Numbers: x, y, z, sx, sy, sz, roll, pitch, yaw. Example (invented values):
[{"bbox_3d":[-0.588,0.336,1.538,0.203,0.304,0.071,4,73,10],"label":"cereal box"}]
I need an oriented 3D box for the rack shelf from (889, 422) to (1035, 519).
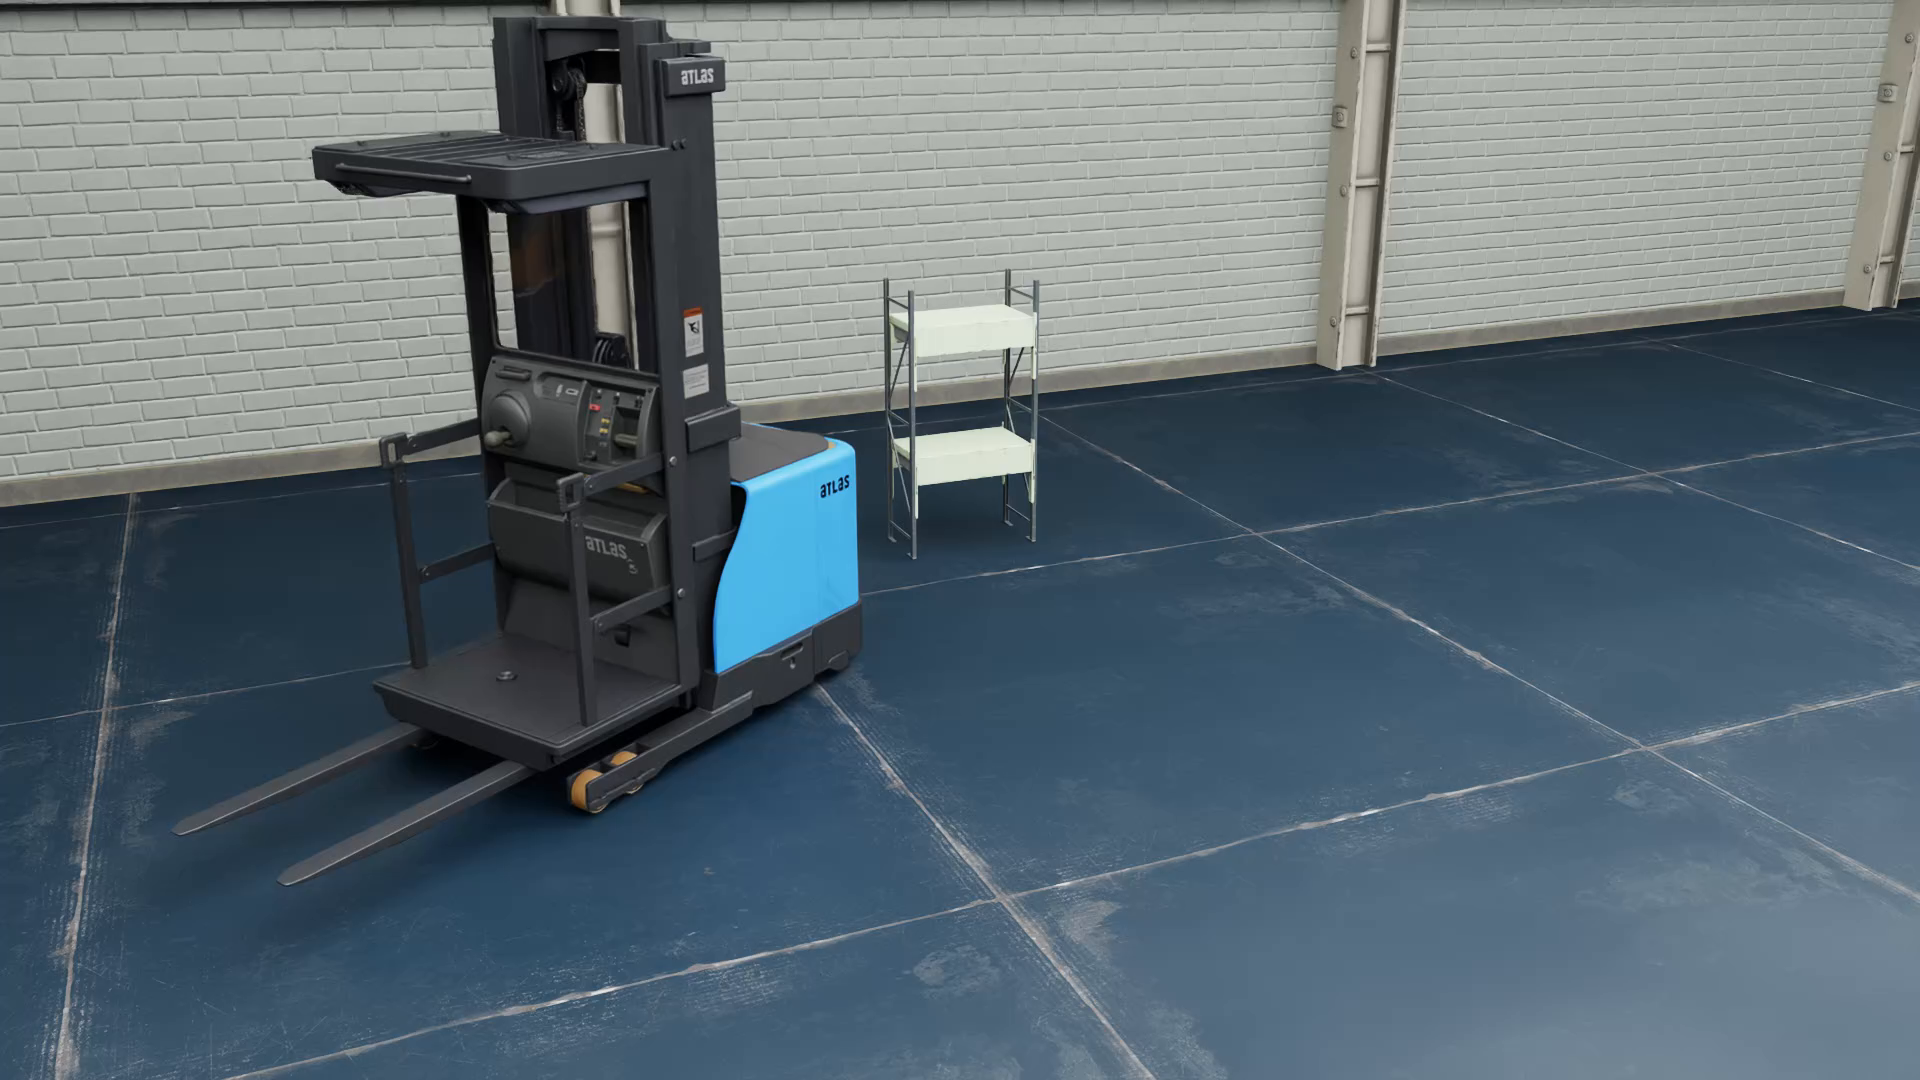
[{"bbox_3d":[0.006,-0.401,9.384,0.720,0.370,0.431,-8,21,-22],"label":"rack shelf"}]

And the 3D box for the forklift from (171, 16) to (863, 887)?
[{"bbox_3d":[-1.694,-0.495,6.515,1.130,2.935,3.031,12,23,32],"label":"forklift"}]

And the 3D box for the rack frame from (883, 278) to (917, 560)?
[{"bbox_3d":[-0.330,-0.660,9.139,0.023,1.500,0.400,-8,21,-22],"label":"rack frame"}]

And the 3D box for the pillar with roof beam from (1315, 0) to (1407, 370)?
[{"bbox_3d":[4.856,-4.372,8.390,0.400,9.000,9.100,-8,21,-22],"label":"pillar with roof beam"}]

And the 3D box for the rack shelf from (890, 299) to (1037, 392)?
[{"bbox_3d":[0.006,-1.076,9.146,0.720,0.370,0.431,-8,21,-22],"label":"rack shelf"}]

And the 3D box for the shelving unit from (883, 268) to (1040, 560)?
[{"bbox_3d":[0.006,-0.708,9.275,0.755,1.500,0.431,-8,21,-22],"label":"shelving unit"}]

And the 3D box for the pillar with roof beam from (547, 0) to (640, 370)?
[{"bbox_3d":[-0.653,-3.583,6.149,0.400,9.000,9.100,-8,21,-22],"label":"pillar with roof beam"}]

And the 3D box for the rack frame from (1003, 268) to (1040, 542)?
[{"bbox_3d":[0.342,-0.756,9.412,0.023,1.500,0.400,-8,21,-22],"label":"rack frame"}]

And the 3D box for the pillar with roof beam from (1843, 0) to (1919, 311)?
[{"bbox_3d":[10.365,-5.162,10.632,0.400,9.000,9.100,-8,21,-22],"label":"pillar with roof beam"}]
